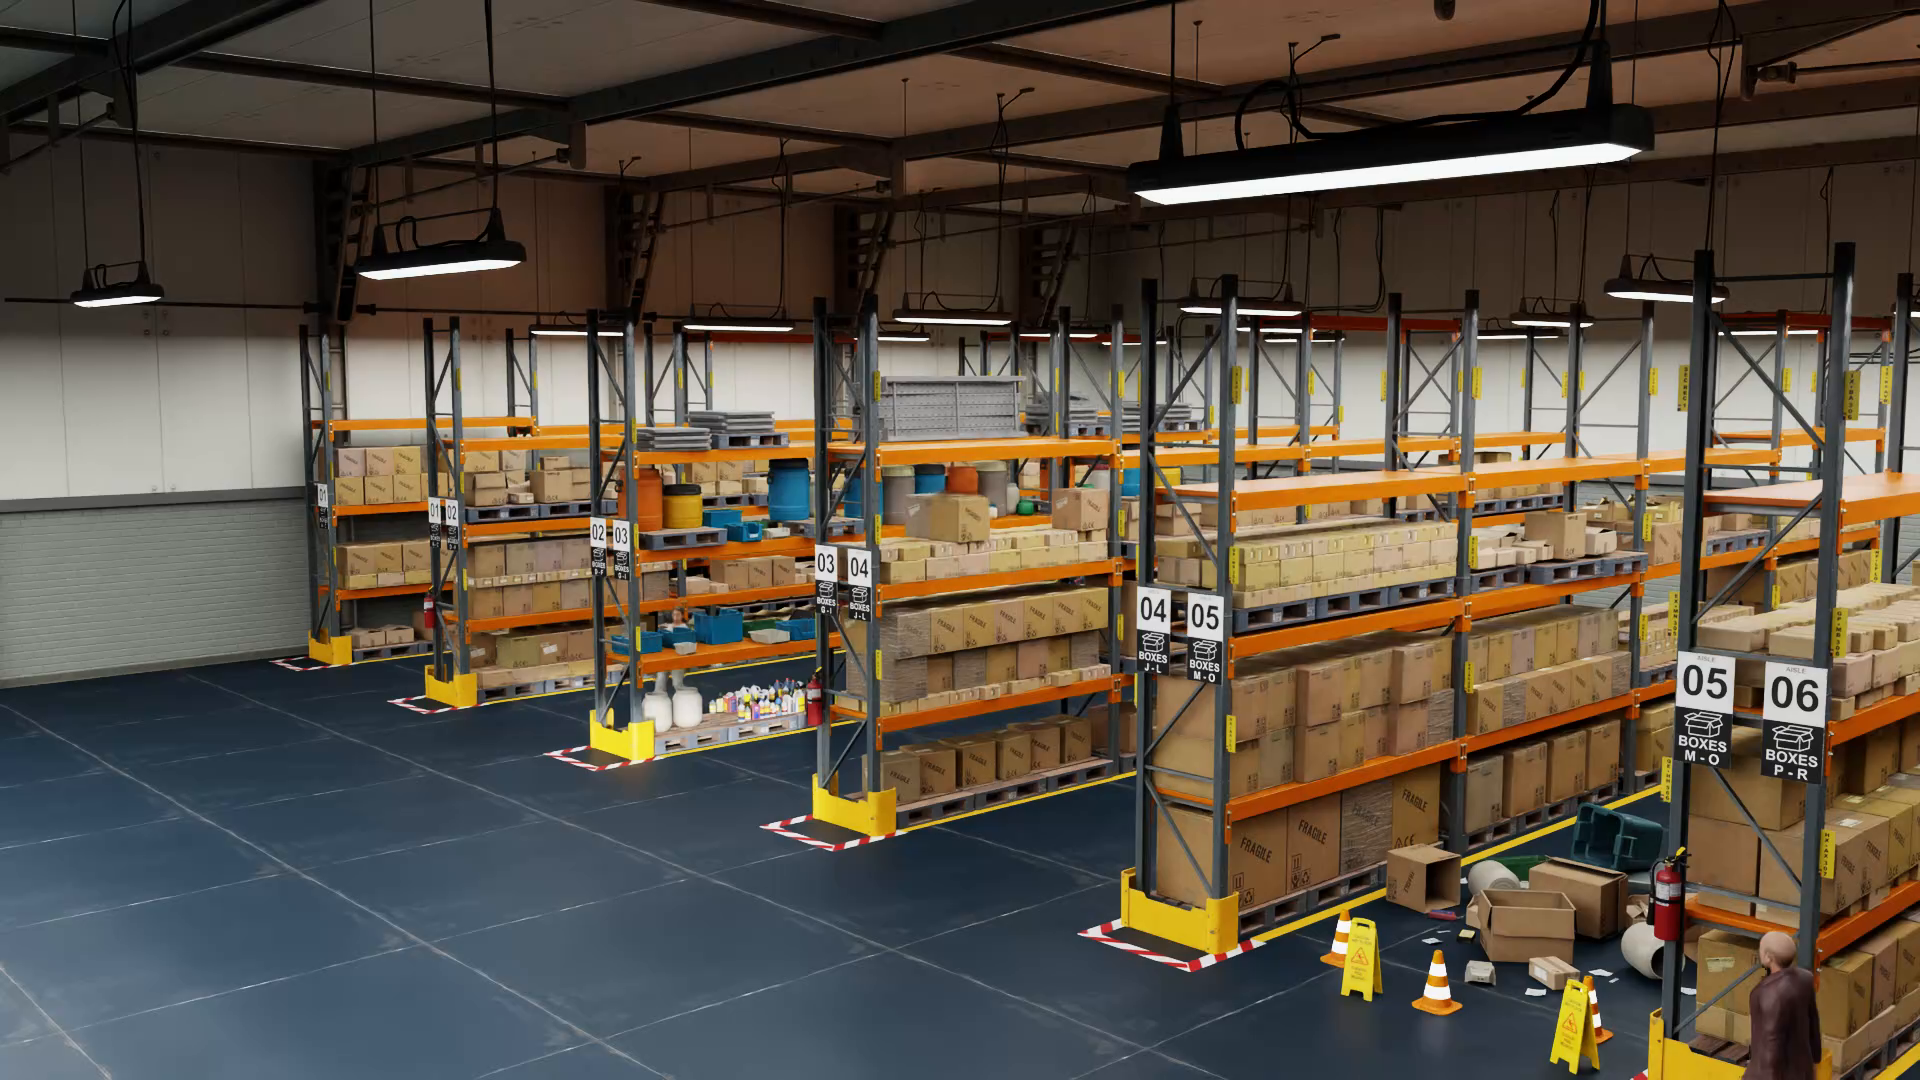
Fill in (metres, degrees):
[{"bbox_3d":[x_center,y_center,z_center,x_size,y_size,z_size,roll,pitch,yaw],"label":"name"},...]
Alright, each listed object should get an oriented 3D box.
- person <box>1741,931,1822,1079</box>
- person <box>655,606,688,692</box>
[{"bbox_3d":[5.080,3.260,10.136,0.595,1.758,0.837,-5,7,-38],"label":"person"},{"bbox_3d":[-4.372,1.836,24.942,0.468,1.667,0.745,4,7,33],"label":"person"}]
